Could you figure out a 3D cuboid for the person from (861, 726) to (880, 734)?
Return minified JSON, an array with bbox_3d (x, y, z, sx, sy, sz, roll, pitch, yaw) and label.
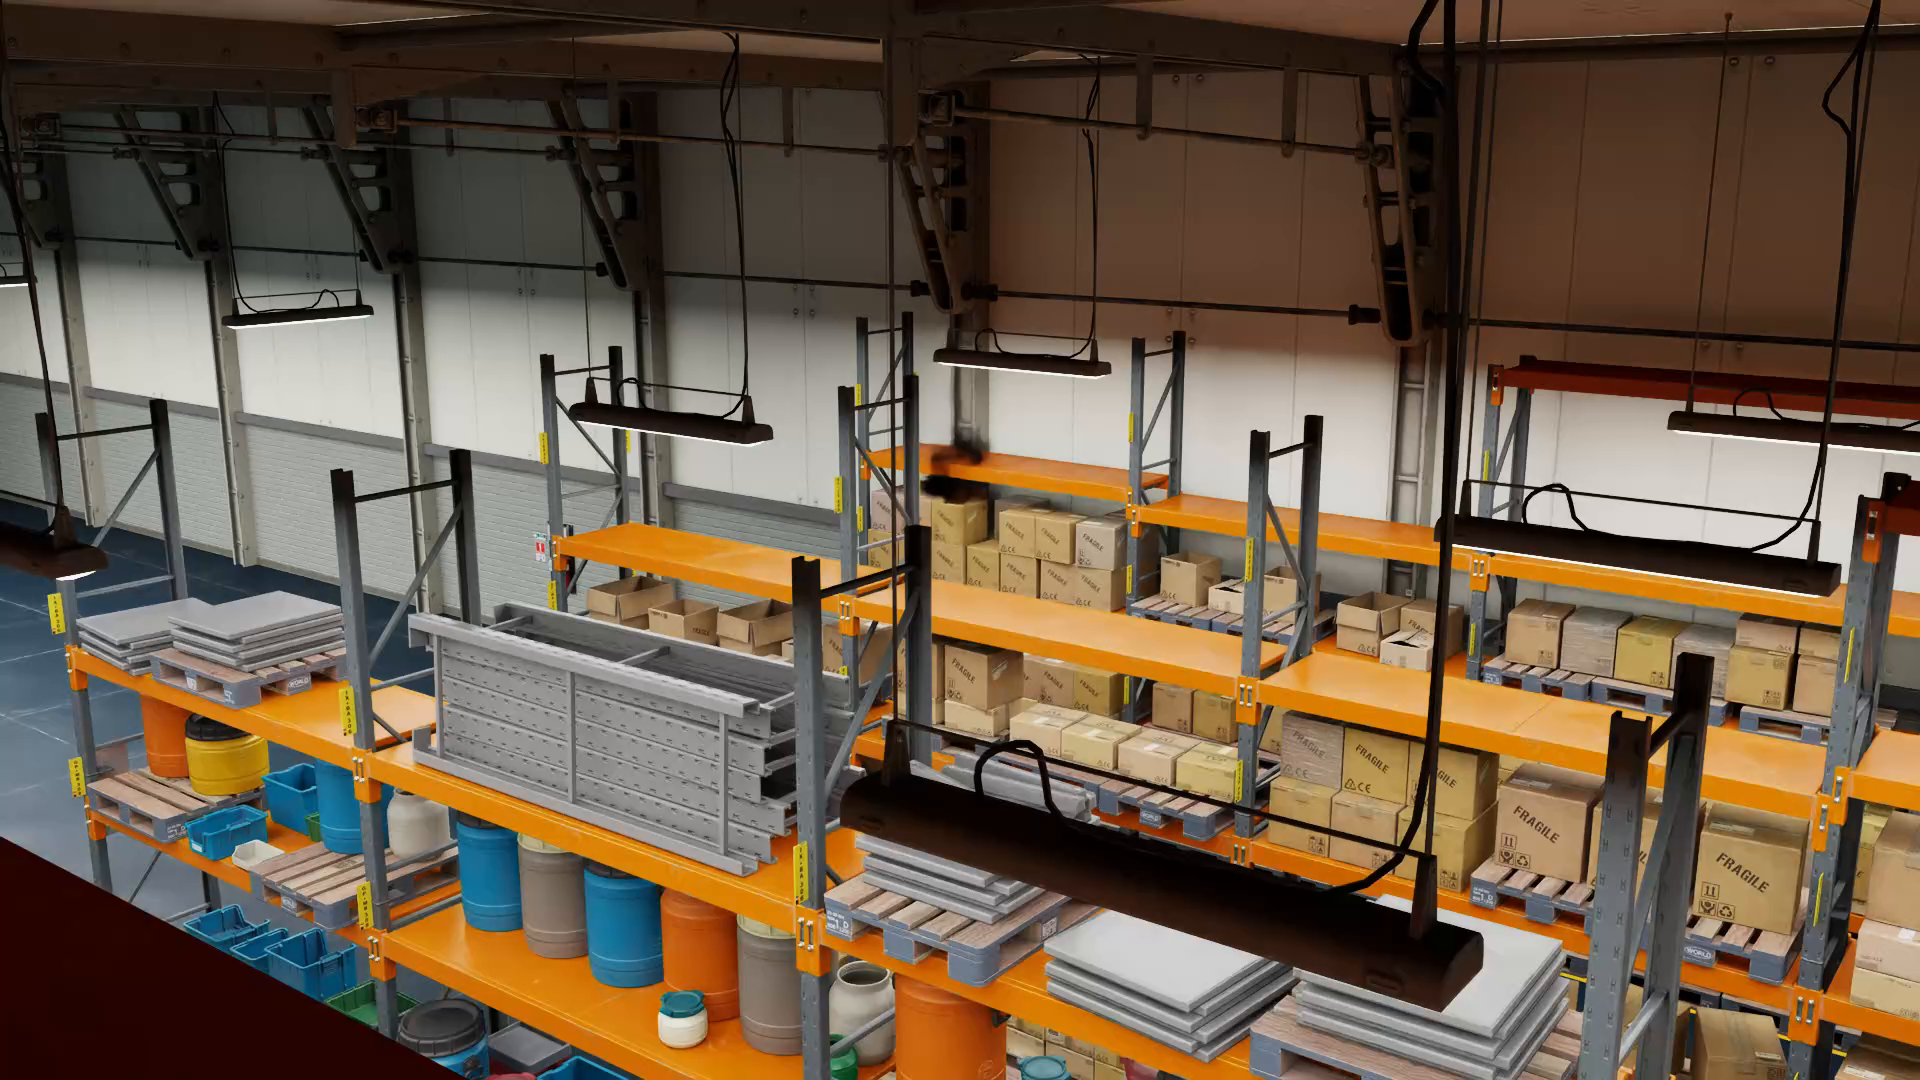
[{"bbox_3d":[-1.108,2.734,18.407,0.756,1.897,0.682,9,16,33],"label":"person"}]
